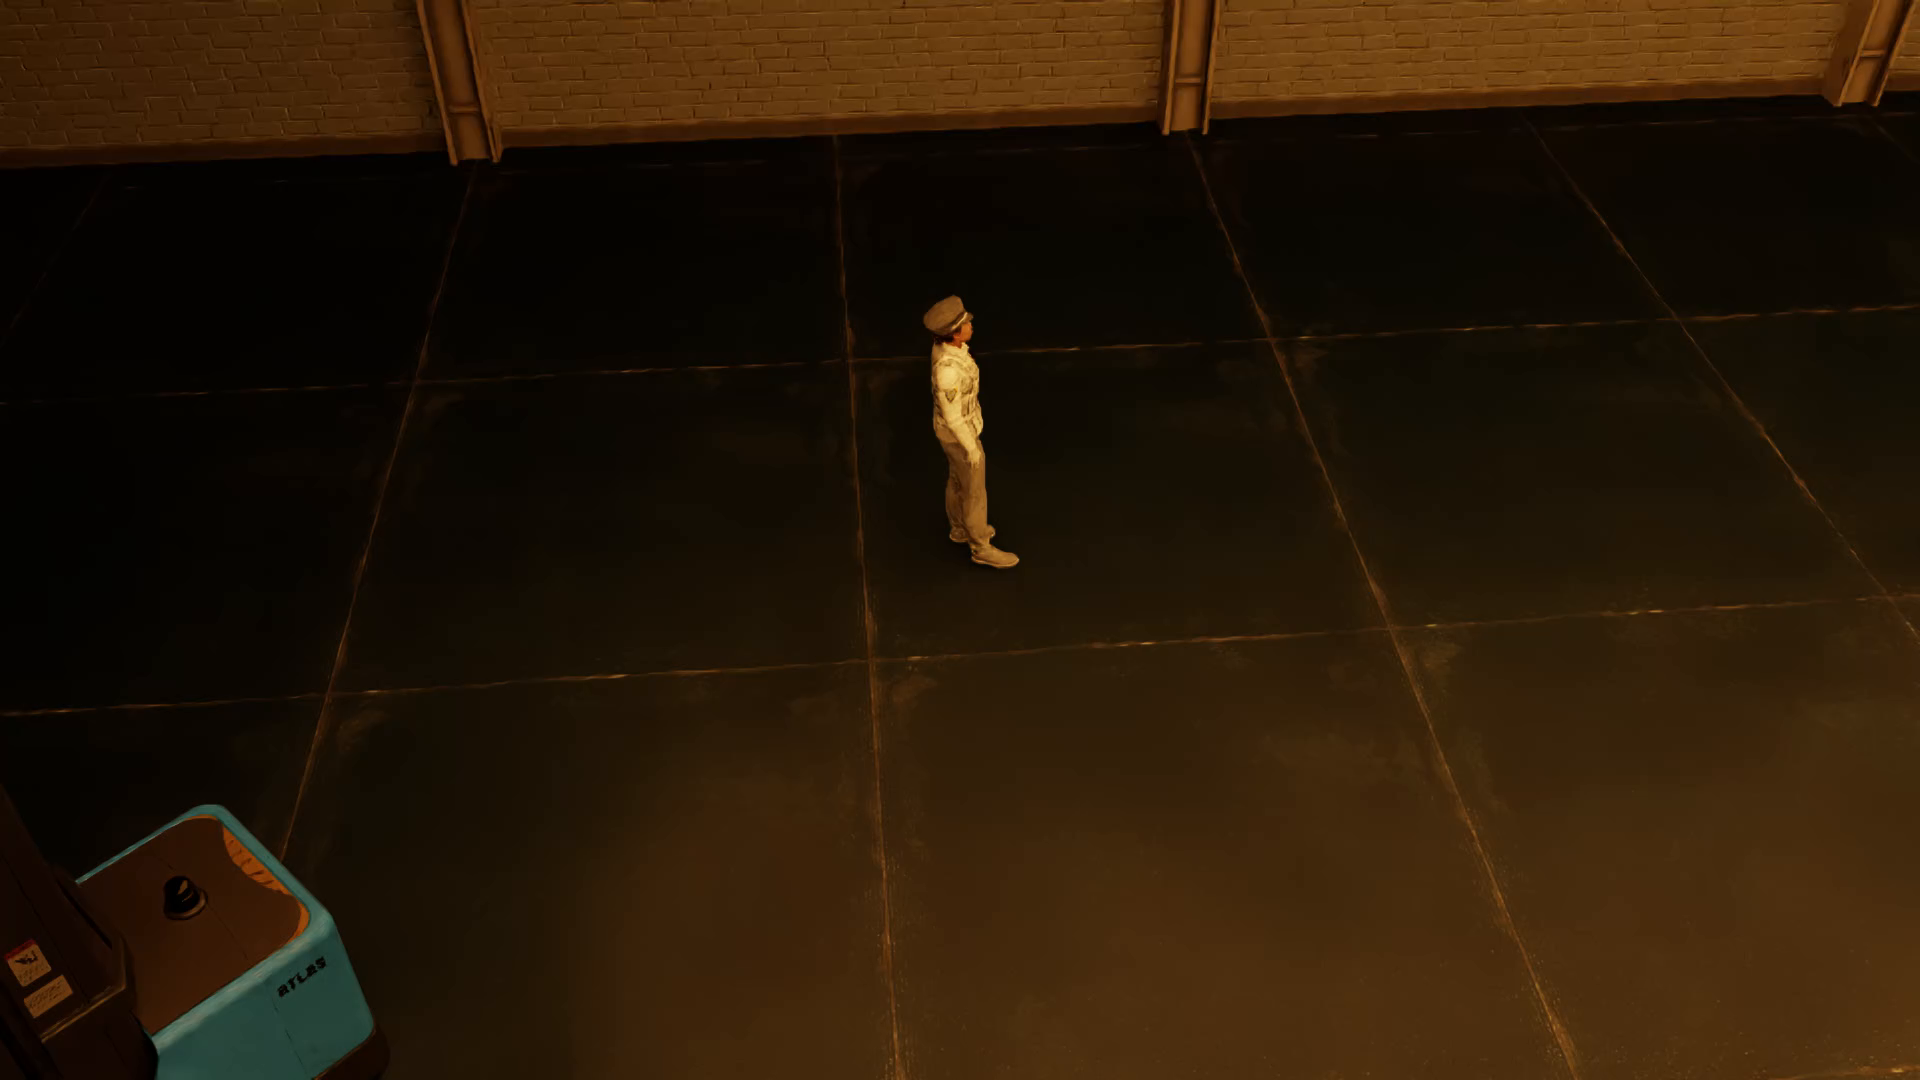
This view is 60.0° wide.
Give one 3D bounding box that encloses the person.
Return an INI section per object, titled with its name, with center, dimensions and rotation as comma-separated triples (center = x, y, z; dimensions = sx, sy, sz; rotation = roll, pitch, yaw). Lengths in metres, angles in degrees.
[person]
center = 0.068, -0.649, 9.636
dimensions = 0.533, 1.695, 0.586
rotation = -3, 41, -4

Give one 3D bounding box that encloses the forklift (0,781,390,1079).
[forklift]
center = -3.898, 1.743, 5.900
dimensions = 1.130, 2.935, 3.031
rotation = 30, 49, 31
